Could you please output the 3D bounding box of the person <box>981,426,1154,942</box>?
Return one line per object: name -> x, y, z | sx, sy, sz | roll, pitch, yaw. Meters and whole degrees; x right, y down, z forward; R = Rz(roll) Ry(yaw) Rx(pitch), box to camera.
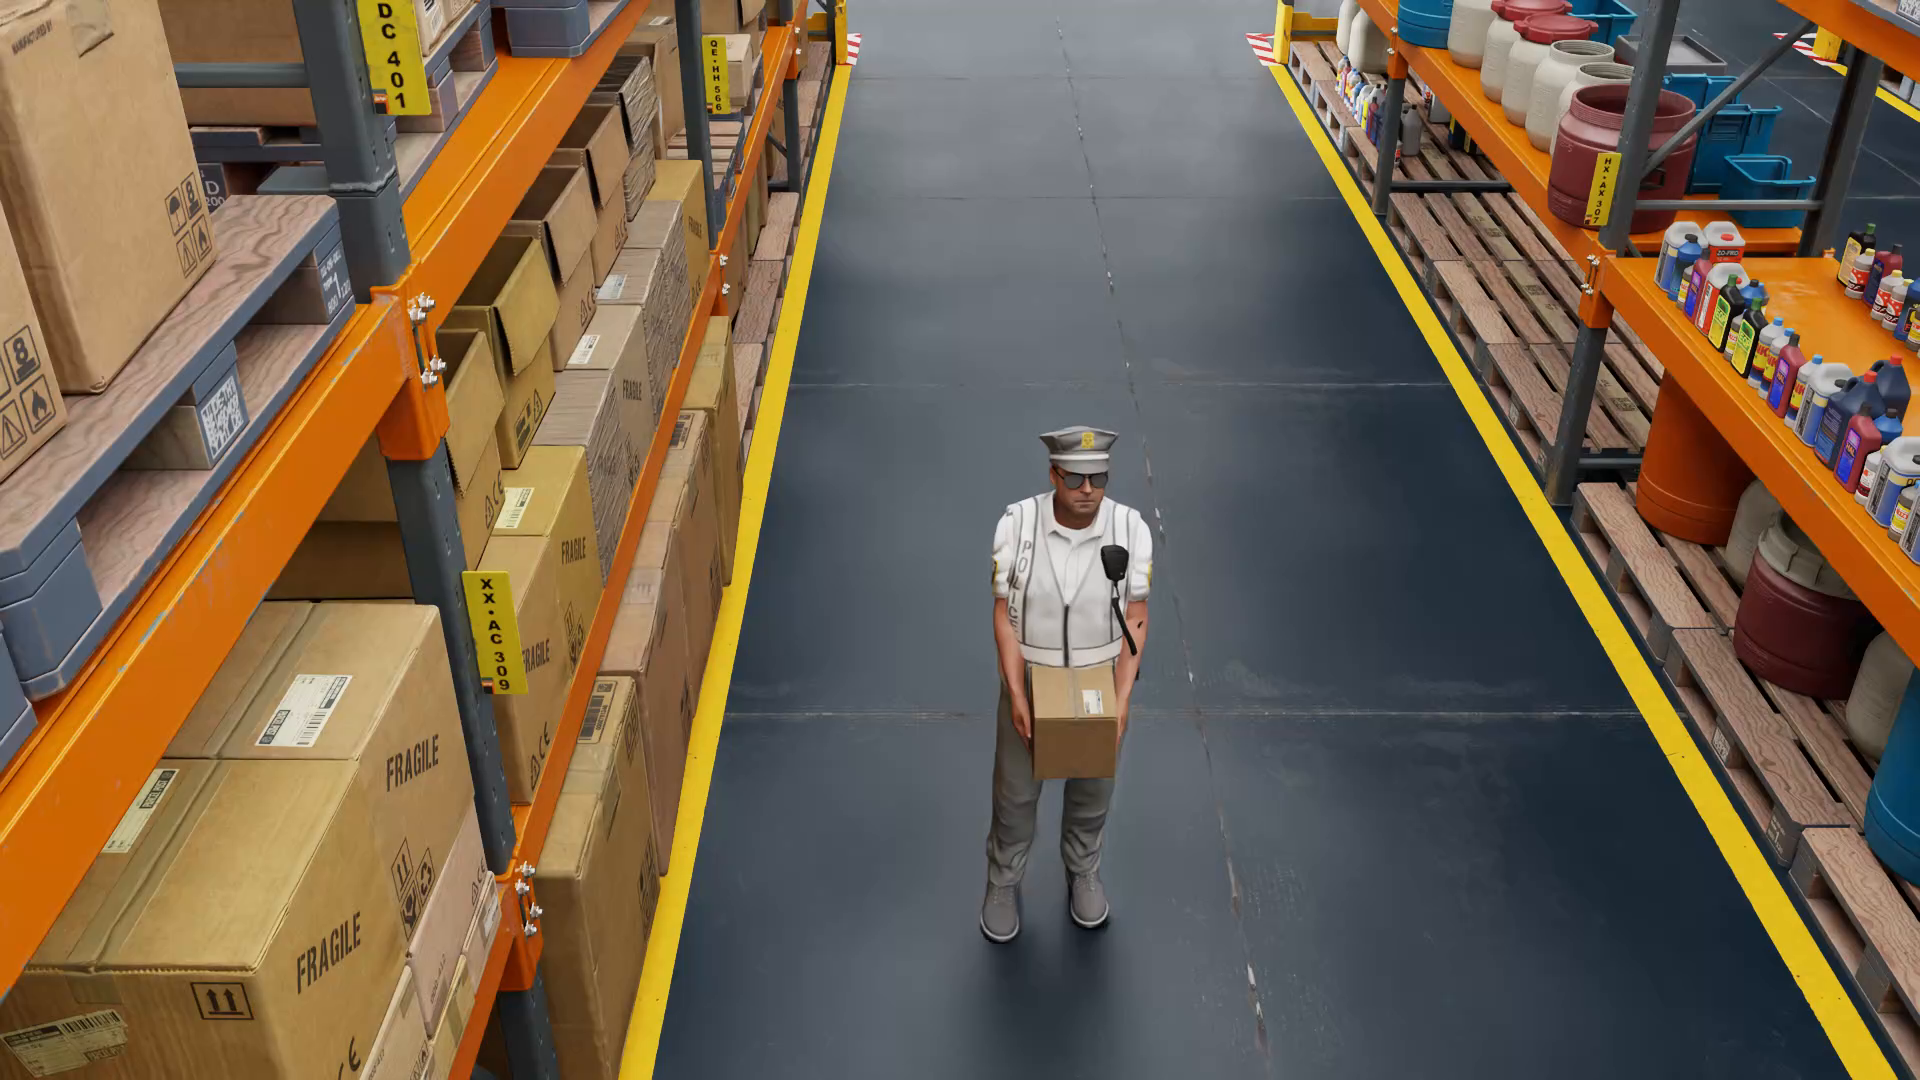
person -> 0.337, 0.473, 5.315 | 0.537, 1.786, 0.538 | 0, 31, 0
